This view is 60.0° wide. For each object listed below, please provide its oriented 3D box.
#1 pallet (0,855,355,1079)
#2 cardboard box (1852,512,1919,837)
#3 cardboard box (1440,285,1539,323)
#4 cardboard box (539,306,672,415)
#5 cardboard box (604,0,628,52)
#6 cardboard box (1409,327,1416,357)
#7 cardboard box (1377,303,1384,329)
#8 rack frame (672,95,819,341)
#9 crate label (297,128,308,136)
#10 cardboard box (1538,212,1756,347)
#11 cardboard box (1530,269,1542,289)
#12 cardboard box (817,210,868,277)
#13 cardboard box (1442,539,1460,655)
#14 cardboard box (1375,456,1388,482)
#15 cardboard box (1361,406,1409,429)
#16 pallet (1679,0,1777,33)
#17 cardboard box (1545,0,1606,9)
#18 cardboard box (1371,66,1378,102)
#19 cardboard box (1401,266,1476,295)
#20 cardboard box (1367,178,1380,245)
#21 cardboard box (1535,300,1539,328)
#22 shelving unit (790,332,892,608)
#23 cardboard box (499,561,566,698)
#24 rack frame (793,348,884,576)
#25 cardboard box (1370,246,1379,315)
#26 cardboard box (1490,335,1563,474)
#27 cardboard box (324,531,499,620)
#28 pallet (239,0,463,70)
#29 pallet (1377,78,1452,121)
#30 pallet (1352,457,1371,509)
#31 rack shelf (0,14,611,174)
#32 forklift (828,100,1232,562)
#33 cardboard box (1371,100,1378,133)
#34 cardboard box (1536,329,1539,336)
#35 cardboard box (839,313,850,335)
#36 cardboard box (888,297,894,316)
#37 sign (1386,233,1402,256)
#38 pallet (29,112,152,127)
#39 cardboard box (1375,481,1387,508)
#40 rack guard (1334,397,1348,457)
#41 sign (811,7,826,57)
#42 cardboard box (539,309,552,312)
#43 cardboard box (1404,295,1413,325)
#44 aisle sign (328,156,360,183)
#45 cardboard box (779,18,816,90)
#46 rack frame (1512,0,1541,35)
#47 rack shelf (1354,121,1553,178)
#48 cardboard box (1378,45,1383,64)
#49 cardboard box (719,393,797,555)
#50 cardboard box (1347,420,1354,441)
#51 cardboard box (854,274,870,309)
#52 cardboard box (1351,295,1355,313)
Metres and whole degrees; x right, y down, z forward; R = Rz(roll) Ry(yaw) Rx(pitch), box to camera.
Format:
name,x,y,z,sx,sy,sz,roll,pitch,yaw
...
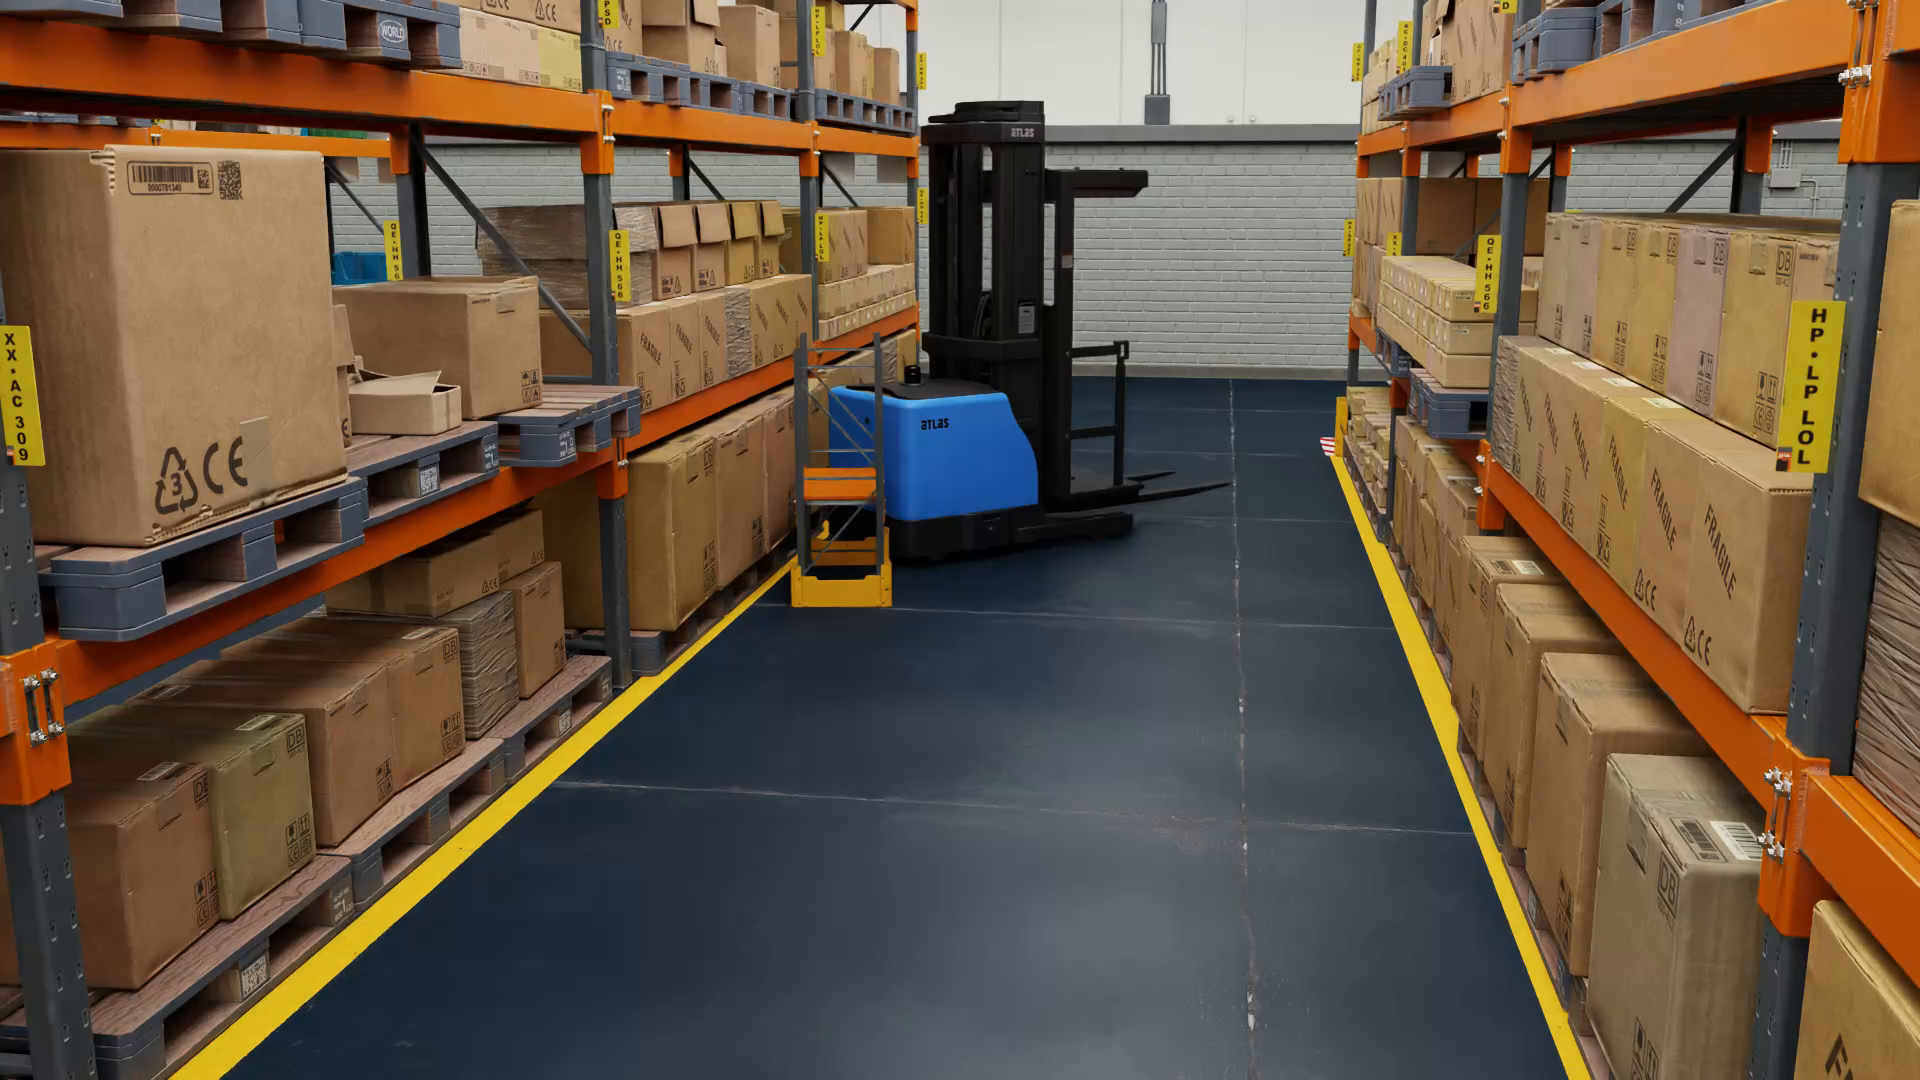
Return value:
name,x,y,z,sx,sy,sz,roll,pitch,yaw
pallet,-2.614,1.273,5.084,1.003,0.211,1.213,2,12,9
cardboard box,2.108,0.258,2.820,0.875,0.550,0.550,2,12,9
cardboard box,2.390,-1.069,7.520,0.380,0.149,0.250,1,12,6
cardboard box,-1.774,-0.902,8.319,0.500,0.500,0.500,2,12,10
cardboard box,-2.095,-2.612,8.130,0.797,0.503,0.637,3,12,12
cardboard box,2.592,-1.045,8.824,0.380,0.149,0.250,2,12,10
cardboard box,2.868,-1.427,10.592,0.380,0.149,0.250,1,12,6
rack frame,-1.502,-1.593,11.765,1.000,3.000,0.127,2,12,9
crate label,-6.242,-3.798,15.230,0.408,0.251,0.502,2,12,9
cardboard box,2.689,-1.023,6.510,0.700,0.500,0.500,2,12,8
cardboard box,3.273,-1.367,8.905,0.380,0.149,0.250,2,12,8
cardboard box,-1.017,-2.334,13.072,0.500,0.500,0.500,1,12,7
cardboard box,2.611,0.293,7.952,0.500,0.500,0.500,2,12,8
cardboard box,3.147,-0.501,11.762,0.380,0.149,0.250,1,12,6
cardboard box,3.399,-0.974,13.250,0.380,0.149,0.250,2,12,10
pallet,2.245,-1.311,3.791,0.805,0.209,1.217,1,12,6
cardboard box,2.439,-2.112,6.030,0.500,0.311,0.500,2,12,9
cardboard box,3.505,-3.585,13.057,0.500,0.250,0.500,2,12,9
cardboard box,2.670,-1.448,9.281,0.380,0.149,0.250,2,12,11
cardboard box,3.419,-2.523,12.764,0.500,0.500,0.500,1,12,7
cardboard box,3.275,-1.225,8.951,0.380,0.149,0.250,2,12,11
shelving unit,-0.720,-0.457,10.056,0.587,1.500,1.083,-1,12,-3
cardboard box,-2.201,0.387,7.468,0.700,0.500,0.500,1,12,6
rack frame,-0.691,-0.349,9.551,0.500,1.500,0.032,-1,12,-3
cardboard box,3.337,-1.927,12.371,0.500,0.500,0.500,2,12,8
cardboard box,2.432,-0.543,6.654,0.500,0.500,0.500,2,12,9
cardboard box,-2.262,0.131,6.874,0.500,0.250,0.500,3,13,15
pallet,-2.376,-1.643,5.324,1.213,0.211,1.003,2,12,9
pallet,3.183,-2.661,10.045,1.213,0.211,1.003,2,12,9
pallet,3.637,-0.444,13.051,1.003,0.211,1.213,2,12,9
rack shelf,-2.425,-1.459,5.729,1.077,0.370,4.000,2,12,9
forklift,0.599,-1.514,11.561,3.031,2.935,1.130,-8,15,-34
cardboard box,3.525,-3.335,13.082,0.500,0.250,0.500,1,12,7
cardboard box,3.238,-1.024,8.723,0.380,0.149,0.250,2,12,9
cardboard box,-1.048,-1.631,12.535,0.380,0.149,0.250,2,12,11
cardboard box,-0.772,-2.005,14.275,0.380,0.149,0.250,2,12,7
sign,2.846,-1.850,10.905,0.100,0.325,0.005,2,12,9
pallet,-6.420,-2.961,11.442,1.213,0.211,1.003,2,12,9
cardboard box,3.107,-0.316,11.608,0.380,0.149,0.250,2,12,9
rack guard,3.987,-1.006,14.975,1.175,0.500,0.348,2,12,9
sign,-0.965,-3.450,11.289,0.100,0.325,0.005,2,12,9
cardboard box,-2.286,-0.920,8.405,0.500,0.500,0.500,2,12,10
cardboard box,2.630,-1.246,9.050,0.380,0.149,0.250,2,12,8
aisle sign,-6.064,-3.882,16.214,0.394,0.787,0.004,2,12,9
cardboard box,-1.441,-3.527,12.149,0.700,0.500,0.500,1,12,5
rack frame,2.768,-3.511,6.426,1.000,3.000,0.127,2,12,9
rack shelf,3.691,-2.942,12.613,1.077,0.370,4.000,2,12,9
cardboard box,3.445,-3.750,12.877,0.380,0.149,0.250,2,12,10
cardboard box,-1.717,-0.440,10.460,1.225,0.875,0.875,1,12,7
cardboard box,3.601,-0.957,14.583,0.380,0.149,0.250,2,12,10
cardboard box,-1.016,-1.966,13.145,0.500,0.250,0.500,2,12,10
cardboard box,3.625,-2.064,14.548,0.380,0.149,0.250,2,12,8
